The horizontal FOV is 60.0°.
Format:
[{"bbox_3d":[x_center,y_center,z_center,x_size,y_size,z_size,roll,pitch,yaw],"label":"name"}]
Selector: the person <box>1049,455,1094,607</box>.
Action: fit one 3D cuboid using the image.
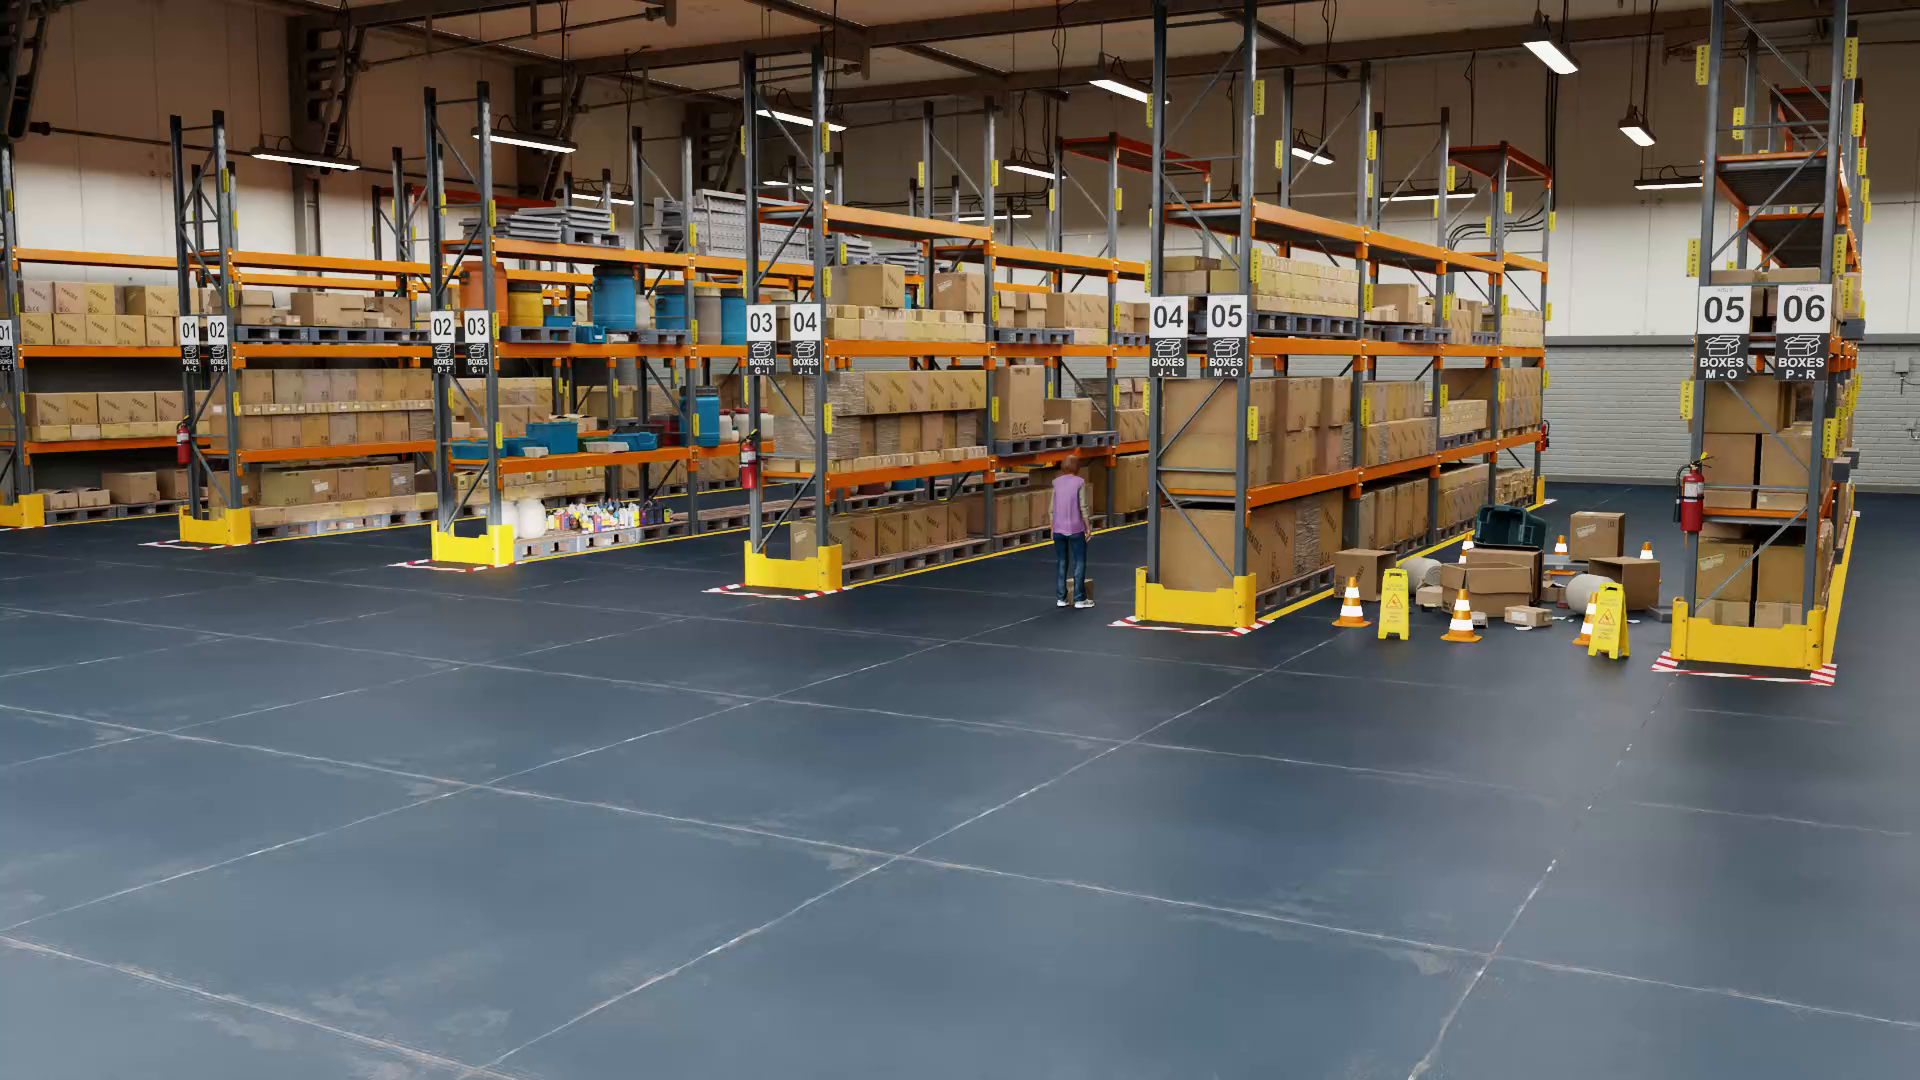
[{"bbox_3d":[1.155,-0.086,17.420,0.464,1.582,0.365,3,7,29],"label":"person"}]
